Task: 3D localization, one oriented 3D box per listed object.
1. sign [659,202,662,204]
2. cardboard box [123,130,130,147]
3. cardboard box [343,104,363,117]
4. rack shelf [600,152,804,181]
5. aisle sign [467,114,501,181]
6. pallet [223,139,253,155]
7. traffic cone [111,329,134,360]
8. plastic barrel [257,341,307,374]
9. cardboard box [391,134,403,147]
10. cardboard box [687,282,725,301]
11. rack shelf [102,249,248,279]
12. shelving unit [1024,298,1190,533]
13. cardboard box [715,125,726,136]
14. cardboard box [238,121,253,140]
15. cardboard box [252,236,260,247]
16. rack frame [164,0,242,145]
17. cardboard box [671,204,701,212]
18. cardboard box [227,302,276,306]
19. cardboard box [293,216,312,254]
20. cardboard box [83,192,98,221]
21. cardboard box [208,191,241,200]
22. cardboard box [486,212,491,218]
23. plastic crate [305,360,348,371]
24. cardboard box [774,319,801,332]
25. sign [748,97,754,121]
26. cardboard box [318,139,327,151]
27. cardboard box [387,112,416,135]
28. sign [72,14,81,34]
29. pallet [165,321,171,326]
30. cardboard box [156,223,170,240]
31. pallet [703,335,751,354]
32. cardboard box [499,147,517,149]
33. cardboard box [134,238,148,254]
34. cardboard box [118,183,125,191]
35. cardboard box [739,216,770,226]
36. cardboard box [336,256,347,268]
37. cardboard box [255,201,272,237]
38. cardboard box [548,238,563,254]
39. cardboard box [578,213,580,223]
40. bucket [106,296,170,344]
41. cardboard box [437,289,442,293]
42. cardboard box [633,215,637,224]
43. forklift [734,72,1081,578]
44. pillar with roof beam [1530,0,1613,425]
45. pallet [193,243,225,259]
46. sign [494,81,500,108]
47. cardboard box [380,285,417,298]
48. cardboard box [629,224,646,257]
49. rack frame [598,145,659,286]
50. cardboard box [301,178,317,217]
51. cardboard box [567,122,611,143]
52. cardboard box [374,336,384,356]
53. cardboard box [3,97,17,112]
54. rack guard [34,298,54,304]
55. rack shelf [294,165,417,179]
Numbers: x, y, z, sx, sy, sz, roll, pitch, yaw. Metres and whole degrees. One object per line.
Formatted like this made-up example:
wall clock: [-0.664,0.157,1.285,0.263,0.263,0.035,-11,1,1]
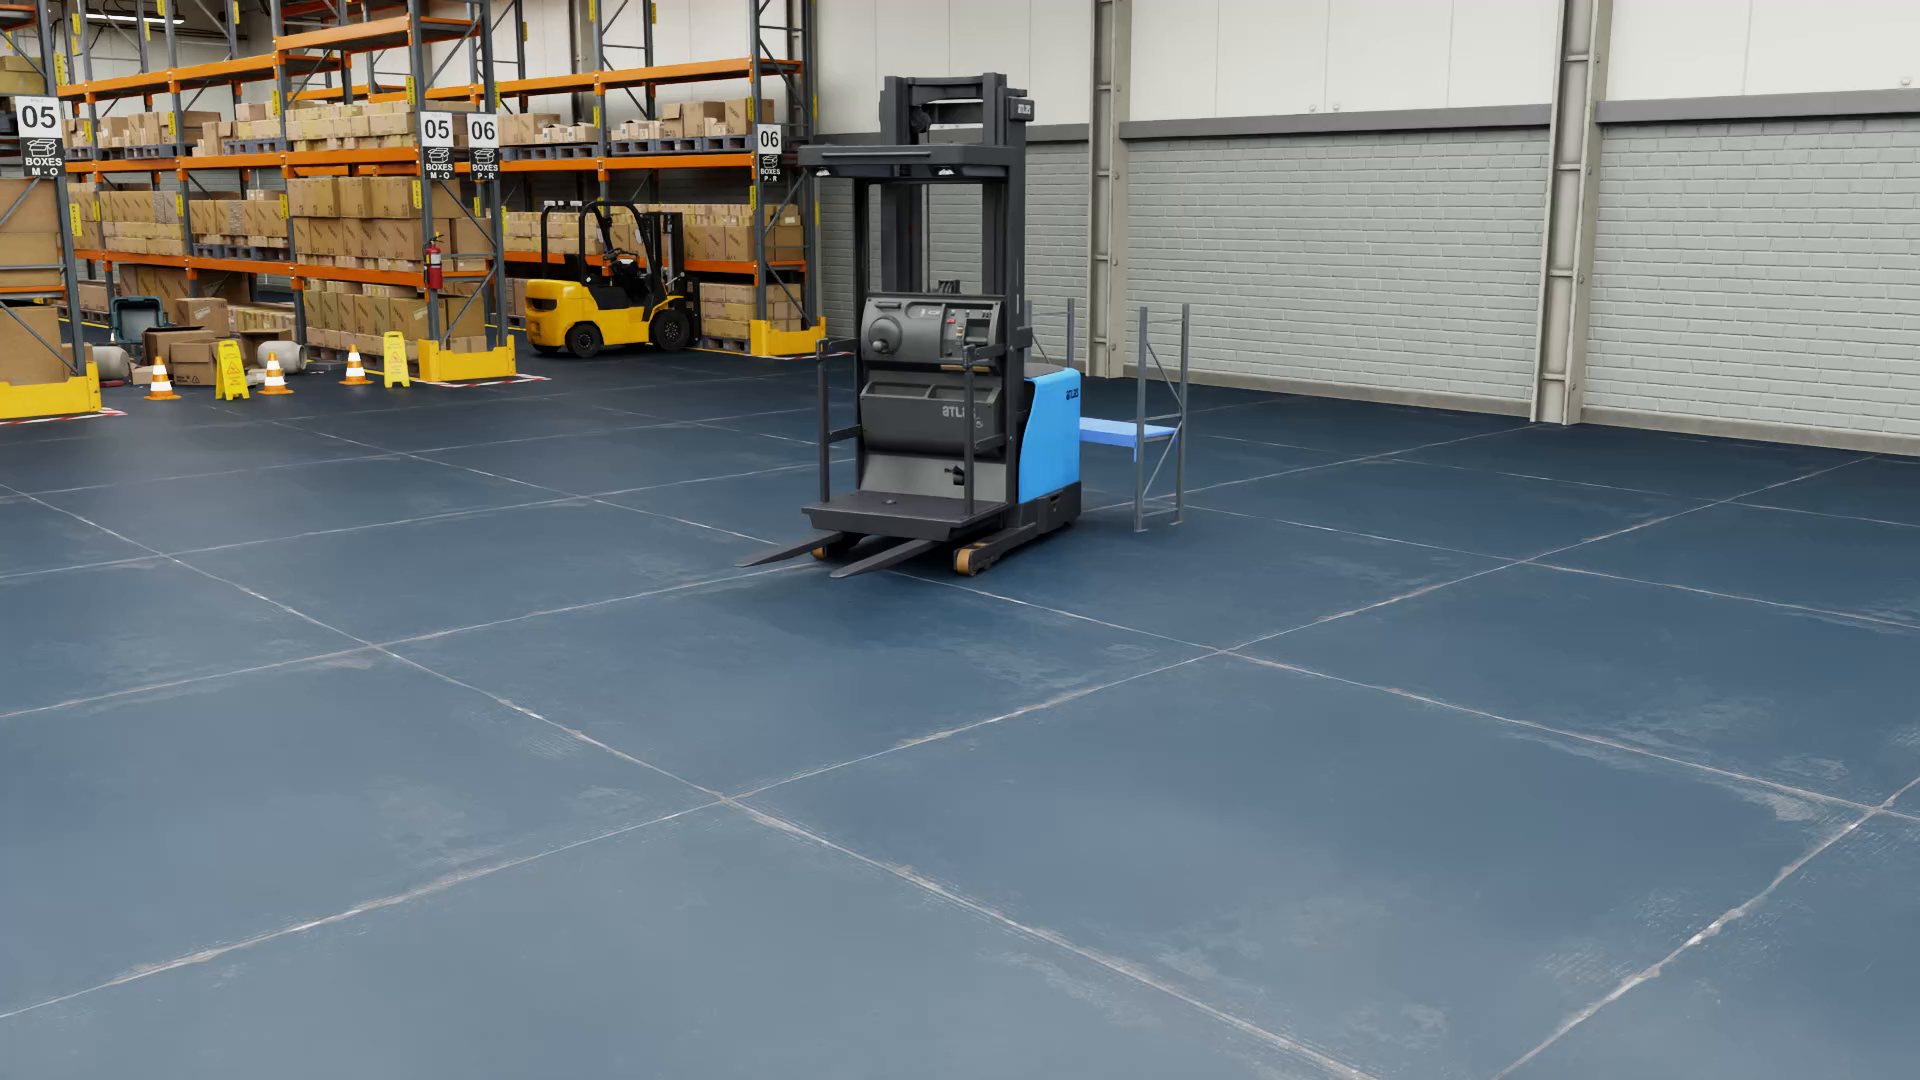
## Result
sign: [-4.853,-5.302,26.873,0.100,0.325,0.005,-11,16,-43]
cardboard box: [-13.357,-6.531,27.037,0.396,0.266,0.258,-9,15,-38]
cardboard box: [-7.609,-5.450,21.144,0.380,0.149,0.250,-10,16,-41]
rack shelf: [-3.872,-5.587,24.945,1.077,0.370,4.000,-11,16,-43]
aisle sign: [-5.812,-4.794,20.302,0.394,0.787,0.004,-11,16,-43]
pallet: [-9.909,-5.703,24.190,1.213,0.211,1.003,-11,16,-43]
traffic cone: [-11.633,-2.716,22.949,0.336,0.463,0.334,-11,16,-43]
plastic barrel: [-8.600,-2.315,21.098,0.512,0.421,0.421,-1,12,-4]
cardboard box: [-6.723,-4.877,20.339,0.380,0.149,0.250,-11,16,-42]
cardboard box: [-3.747,-3.697,24.716,0.500,0.250,0.500,-11,16,-42]
rack shelf: [-12.985,-4.593,27.555,1.077,0.370,4.000,-11,16,-43]
shelving unit: [0.993,-0.892,11.513,1.048,1.500,0.538,11,16,43]
cardboard box: [-3.283,-5.858,23.810,0.250,0.149,0.380,11,16,44]
cardboard box: [-10.046,-5.885,23.942,0.500,0.250,0.500,-11,16,-42]
cardboard box: [-9.948,-4.299,23.928,0.380,0.149,0.250,-11,16,-42]
rack frame: [-11.603,-7.592,25.460,1.000,3.000,0.127,-11,16,-43]
cardboard box: [-4.116,-4.976,25.037,0.380,0.149,0.250,-11,16,-42]
cardboard box: [-11.220,-3.488,25.881,0.625,0.372,0.950,10,16,41]
cardboard box: [-8.739,-4.161,22.692,0.500,0.500,0.500,-11,16,-43]
cardboard box: [-14.891,-5.806,28.936,0.500,0.500,0.500,-11,16,-43]
cardboard box: [-11.767,-5.298,26.469,0.500,0.500,0.500,11,16,43]
cardboard box: [-8.009,-5.625,28.925,0.380,0.149,0.250,-10,15,-41]
plastic crate: [-8.350,-2.297,21.860,0.583,0.080,0.402,6,13,26]
cardboard box: [-2.689,-3.136,24.474,0.500,0.250,0.500,-11,16,-42]
sign: [-2.893,-5.969,23.017,0.100,0.325,0.005,-11,16,-43]
cardboard box: [-8.268,-5.227,22.040,0.380,0.149,0.250,-10,15,-41]
cardboard box: [-6.627,-5.065,20.261,0.500,0.250,0.500,-11,16,-43]
sign: [-14.784,-8.637,27.826,0.100,0.325,0.005,-11,16,-43]
pallet: [-12.932,-3.591,27.820,1.003,0.211,1.213,-11,16,-43]
cardboard box: [-12.478,-4.935,26.562,0.500,0.250,0.500,11,16,44]
pallet: [-3.050,-2.918,24.553,1.003,0.211,1.213,-11,16,-43]
cardboard box: [-8.096,-7.023,29.518,0.380,0.149,0.250,-11,16,-42]
cardboard box: [-13.213,-4.836,27.324,0.500,0.250,0.500,-11,16,-43]
cardboard box: [-14.585,-6.211,29.293,0.380,0.149,0.250,-11,16,-42]
cardboard box: [-2.933,-4.557,23.739,0.380,0.149,0.250,-11,16,-42]
cardboard box: [-7.979,-3.668,21.905,0.380,0.149,0.250,-11,16,-42]
cardboard box: [-9.669,-4.578,23.672,0.500,0.500,0.500,-11,16,-42]
cardboard box: [-6.463,-4.875,27.512,0.500,0.250,0.500,-11,16,-42]
cardboard box: [-5.972,-5.226,26.988,0.380,0.149,0.250,-11,16,-43]
bucket: [-10.590,-2.808,21.452,0.726,0.611,0.620,-5,3,-23]
cardboard box: [-9.537,-4.583,30.875,0.500,0.500,0.500,11,16,43]
cardboard box: [-4.844,-4.974,25.765,0.380,0.149,0.250,-11,16,-43]
forklift: [-0.275,-1.323,10.068,1.130,2.935,3.031,6,13,26]
pillar with roof beam: [2.853,-4.993,12.844,9.100,9.000,0.400,-11,16,-43]
pallet: [-11.034,-4.471,25.652,1.213,0.211,1.003,-11,16,-43]
sign: [-5.686,-5.459,20.375,0.100,0.325,0.005,-11,16,-43]
cardboard box: [-7.123,-3.155,21.098,0.380,0.149,0.250,-10,15,-41]
cardboard box: [-4.764,-4.636,25.733,0.500,0.500,0.500,-11,16,-42]
rack frame: [-5.254,-4.762,26.592,1.000,3.000,0.127,-11,16,-43]
cardboard box: [-8.357,-4.582,22.256,0.700,0.500,0.500,-11,16,-42]
cardboard box: [-5.930,-6.514,26.594,0.500,0.311,0.500,11,16,43]
cardboard box: [-7.184,-2.502,21.397,0.500,0.250,0.500,-11,16,-42]
cardboard box: [-9.594,-4.477,17.109,0.380,0.149,0.250,-11,16,-42]
rack guard: [-17.145,-4.600,32.002,1.175,0.500,0.348,-11,16,-43]
rack shelf: [-12.159,-7.338,33.446,1.077,0.370,4.000,-11,16,-43]
